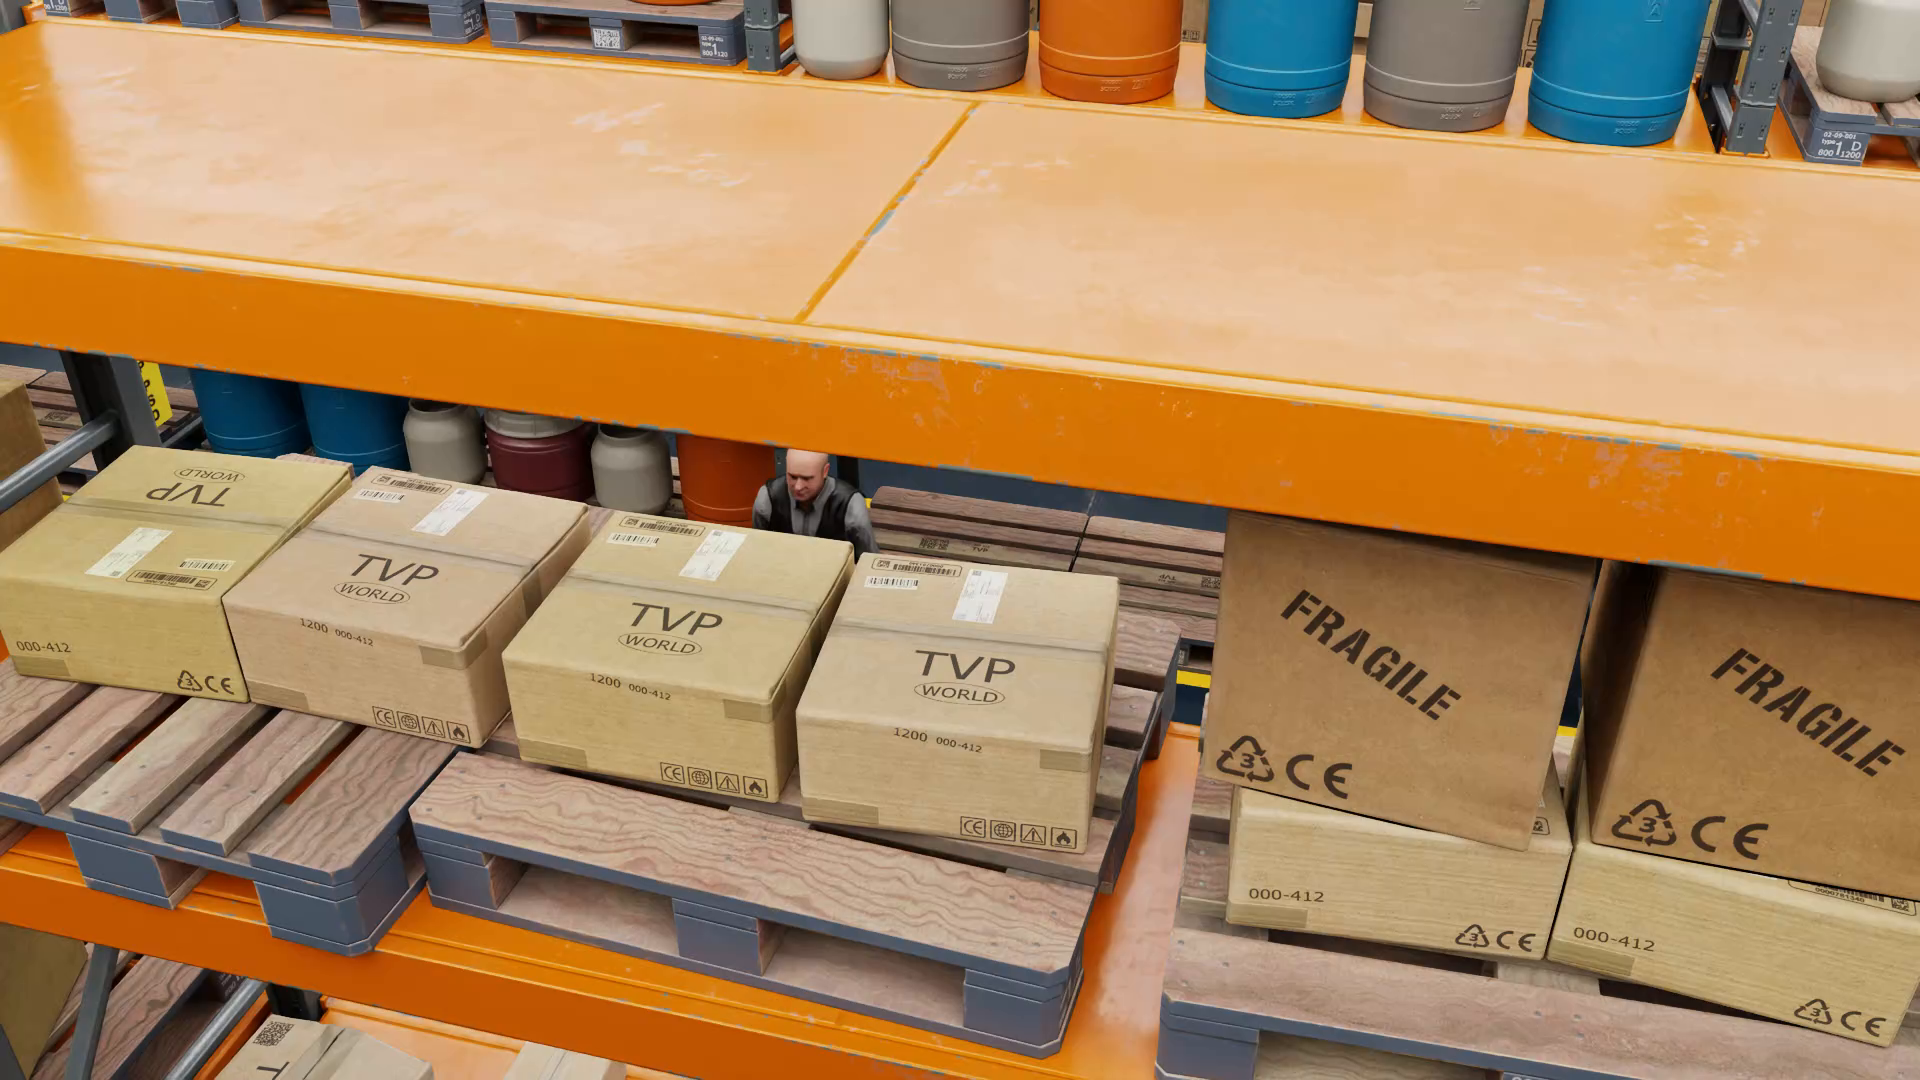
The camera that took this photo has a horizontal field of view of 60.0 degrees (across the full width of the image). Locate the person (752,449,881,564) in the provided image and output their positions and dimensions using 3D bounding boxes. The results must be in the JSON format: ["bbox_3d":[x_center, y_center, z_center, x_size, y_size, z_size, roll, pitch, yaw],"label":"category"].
[{"bbox_3d":[-0.621,0.279,7.246,0.583,1.721,0.412,8,33,12],"label":"person"}]
